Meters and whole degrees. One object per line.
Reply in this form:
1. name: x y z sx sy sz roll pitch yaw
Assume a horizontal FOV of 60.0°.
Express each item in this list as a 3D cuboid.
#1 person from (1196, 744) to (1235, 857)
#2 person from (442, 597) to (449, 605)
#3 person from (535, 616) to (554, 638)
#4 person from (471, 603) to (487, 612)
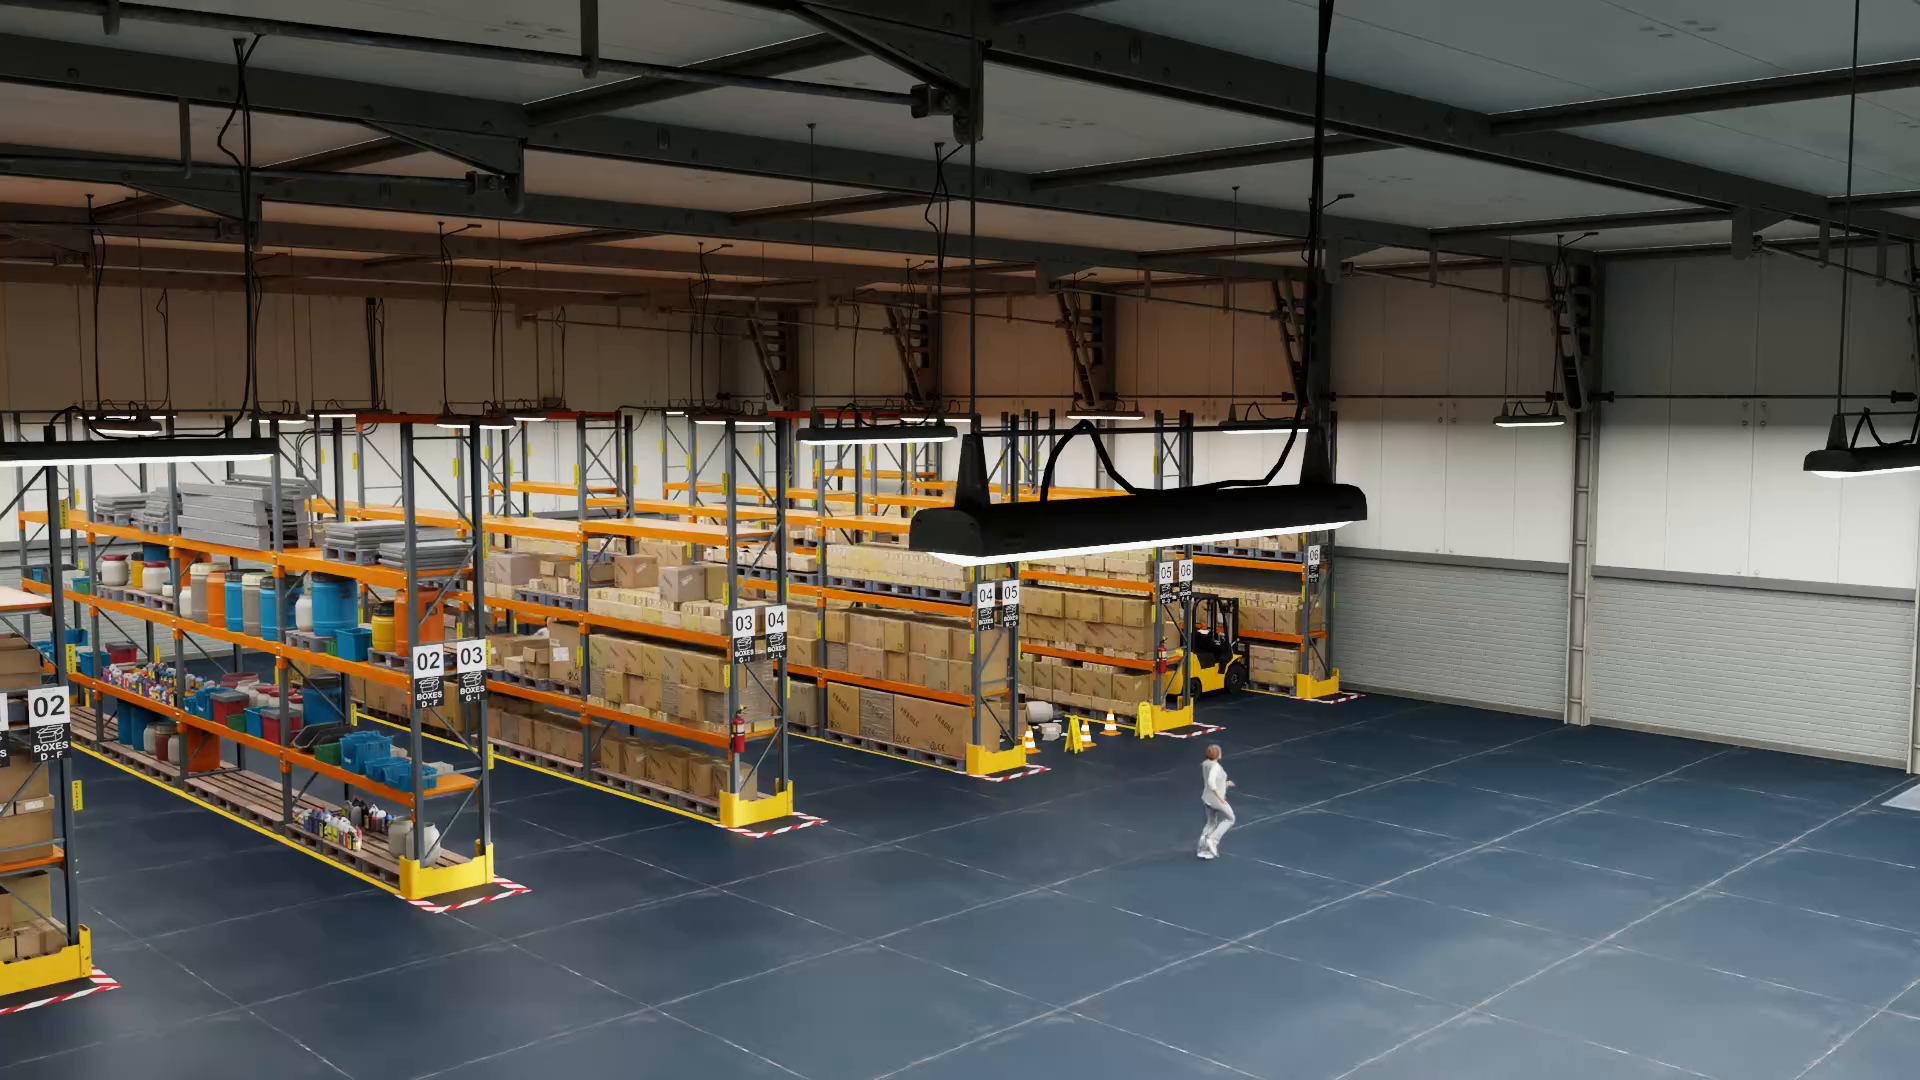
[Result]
1. person: 3.519 3.566 22.718 0.596 1.562 0.480 -2 5 -23
2. person: -12.137 2.094 38.900 0.719 1.785 0.692 1 5 17
3. person: -8.667 2.446 35.158 0.706 1.719 0.547 5 7 45
4. person: -11.799 2.062 40.294 0.562 1.568 0.712 -3 6 -30
